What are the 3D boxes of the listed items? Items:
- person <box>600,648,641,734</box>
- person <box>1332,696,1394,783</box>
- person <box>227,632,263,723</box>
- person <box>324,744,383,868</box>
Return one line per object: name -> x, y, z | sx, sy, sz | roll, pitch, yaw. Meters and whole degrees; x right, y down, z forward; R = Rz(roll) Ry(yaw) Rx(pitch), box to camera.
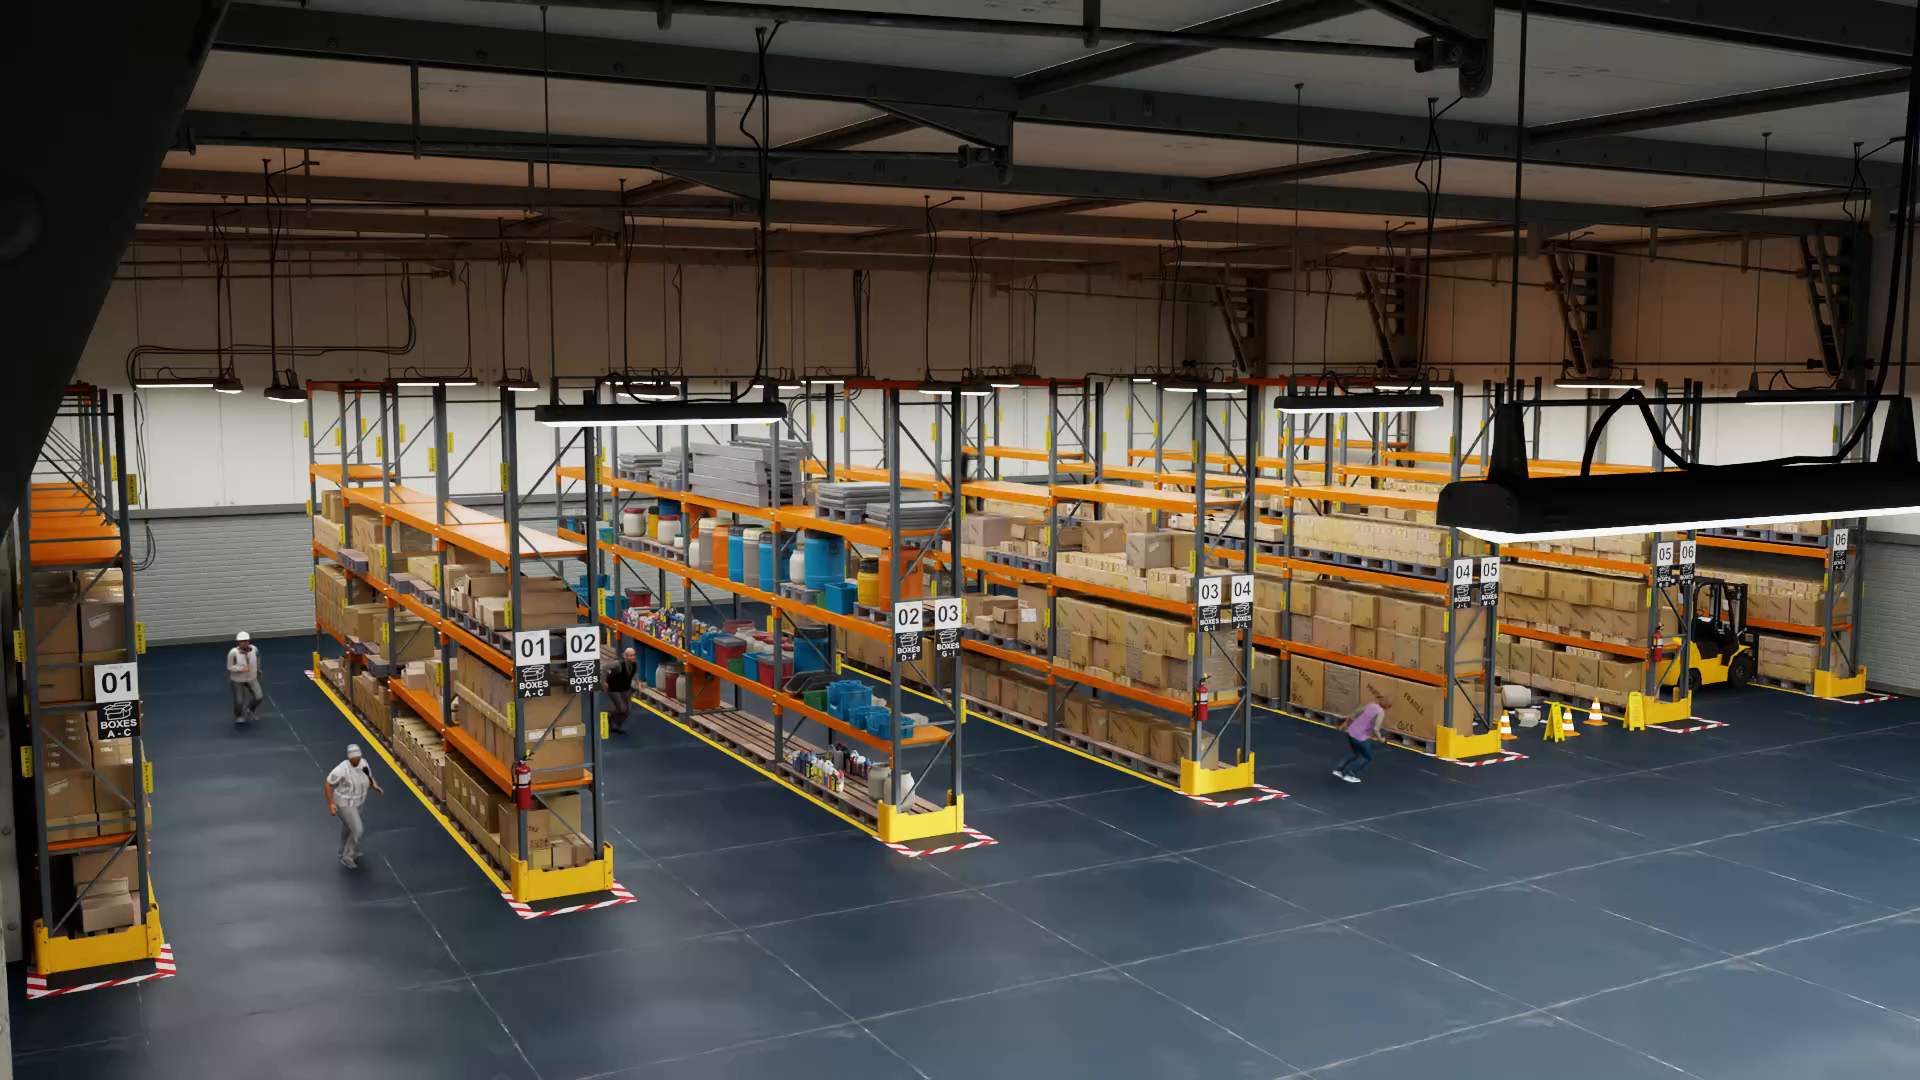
person -> -5.772, 2.571, 28.237 | 0.815, 1.542, 0.686 | 6, 8, 44
person -> 6.071, 3.002, 25.055 | 0.838, 1.345, 0.588 | -1, 6, -11
person -> -12.476, 2.406, 29.024 | 0.660, 1.668, 0.898 | -6, 8, -42
person -> -7.642, 3.351, 21.021 | 0.804, 1.640, 0.632 | 2, 6, 14
